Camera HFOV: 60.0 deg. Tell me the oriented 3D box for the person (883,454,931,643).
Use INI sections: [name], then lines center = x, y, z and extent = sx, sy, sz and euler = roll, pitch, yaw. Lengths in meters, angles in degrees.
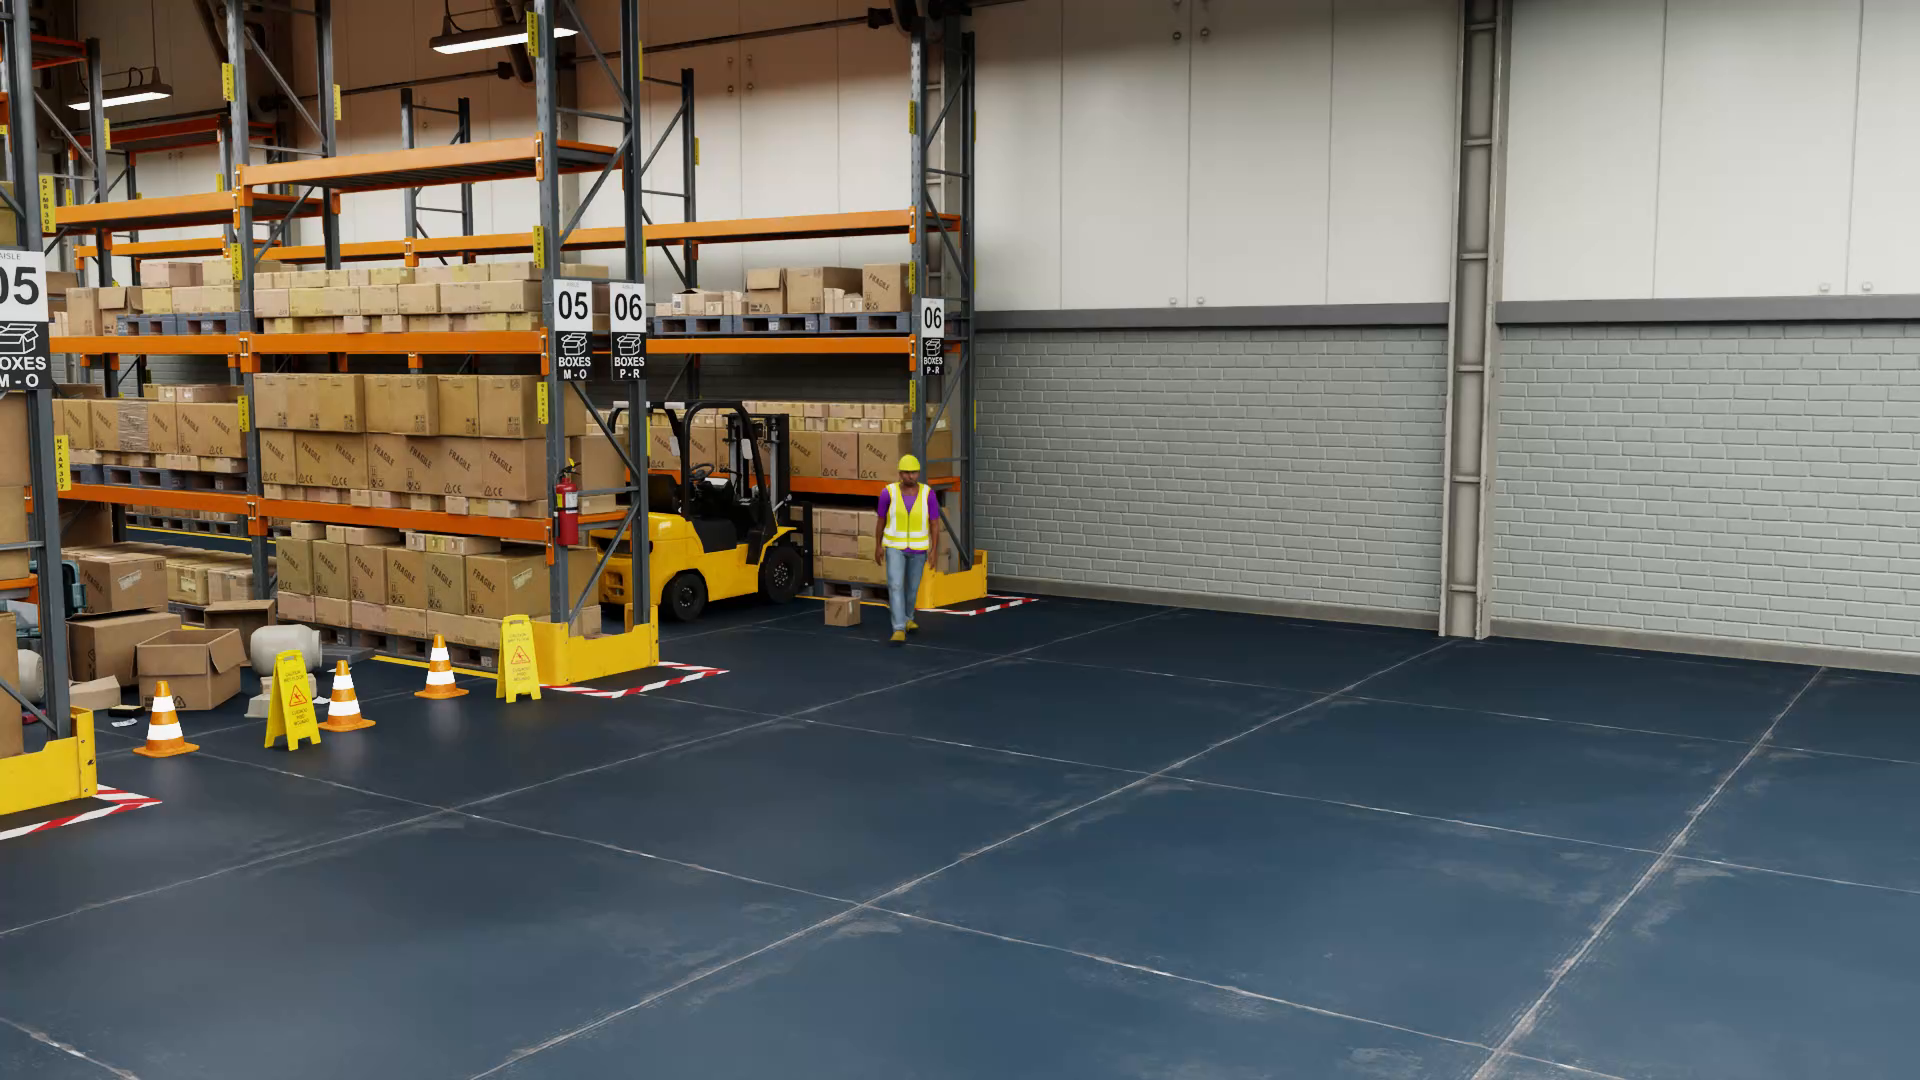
[person]
center = -0.485, 0.061, 15.244
extent = 0.480, 1.693, 1.084
euler = -1, 6, -11
